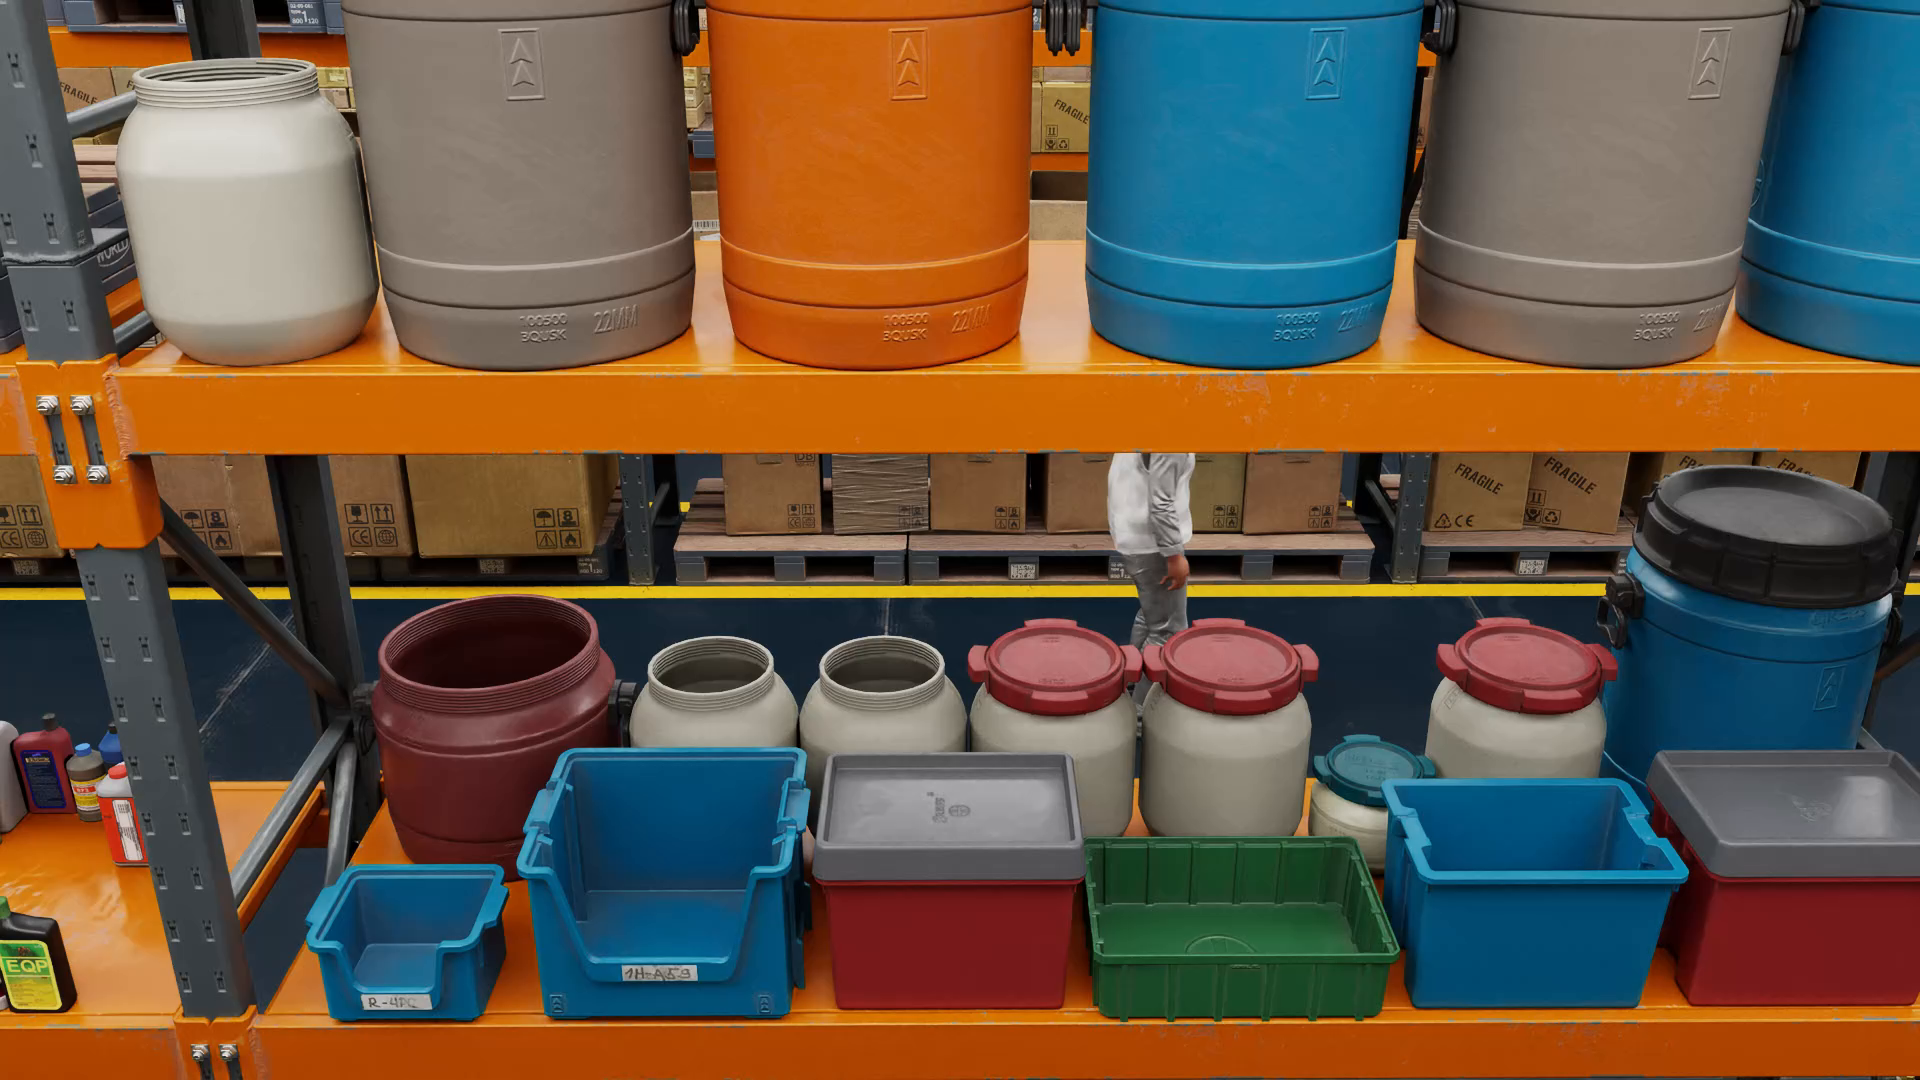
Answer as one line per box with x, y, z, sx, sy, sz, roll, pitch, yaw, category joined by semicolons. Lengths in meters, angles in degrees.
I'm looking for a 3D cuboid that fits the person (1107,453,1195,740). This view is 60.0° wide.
0.856;-0.019;7.112;0.461;1.771;0.579;-1;24;-2;person
